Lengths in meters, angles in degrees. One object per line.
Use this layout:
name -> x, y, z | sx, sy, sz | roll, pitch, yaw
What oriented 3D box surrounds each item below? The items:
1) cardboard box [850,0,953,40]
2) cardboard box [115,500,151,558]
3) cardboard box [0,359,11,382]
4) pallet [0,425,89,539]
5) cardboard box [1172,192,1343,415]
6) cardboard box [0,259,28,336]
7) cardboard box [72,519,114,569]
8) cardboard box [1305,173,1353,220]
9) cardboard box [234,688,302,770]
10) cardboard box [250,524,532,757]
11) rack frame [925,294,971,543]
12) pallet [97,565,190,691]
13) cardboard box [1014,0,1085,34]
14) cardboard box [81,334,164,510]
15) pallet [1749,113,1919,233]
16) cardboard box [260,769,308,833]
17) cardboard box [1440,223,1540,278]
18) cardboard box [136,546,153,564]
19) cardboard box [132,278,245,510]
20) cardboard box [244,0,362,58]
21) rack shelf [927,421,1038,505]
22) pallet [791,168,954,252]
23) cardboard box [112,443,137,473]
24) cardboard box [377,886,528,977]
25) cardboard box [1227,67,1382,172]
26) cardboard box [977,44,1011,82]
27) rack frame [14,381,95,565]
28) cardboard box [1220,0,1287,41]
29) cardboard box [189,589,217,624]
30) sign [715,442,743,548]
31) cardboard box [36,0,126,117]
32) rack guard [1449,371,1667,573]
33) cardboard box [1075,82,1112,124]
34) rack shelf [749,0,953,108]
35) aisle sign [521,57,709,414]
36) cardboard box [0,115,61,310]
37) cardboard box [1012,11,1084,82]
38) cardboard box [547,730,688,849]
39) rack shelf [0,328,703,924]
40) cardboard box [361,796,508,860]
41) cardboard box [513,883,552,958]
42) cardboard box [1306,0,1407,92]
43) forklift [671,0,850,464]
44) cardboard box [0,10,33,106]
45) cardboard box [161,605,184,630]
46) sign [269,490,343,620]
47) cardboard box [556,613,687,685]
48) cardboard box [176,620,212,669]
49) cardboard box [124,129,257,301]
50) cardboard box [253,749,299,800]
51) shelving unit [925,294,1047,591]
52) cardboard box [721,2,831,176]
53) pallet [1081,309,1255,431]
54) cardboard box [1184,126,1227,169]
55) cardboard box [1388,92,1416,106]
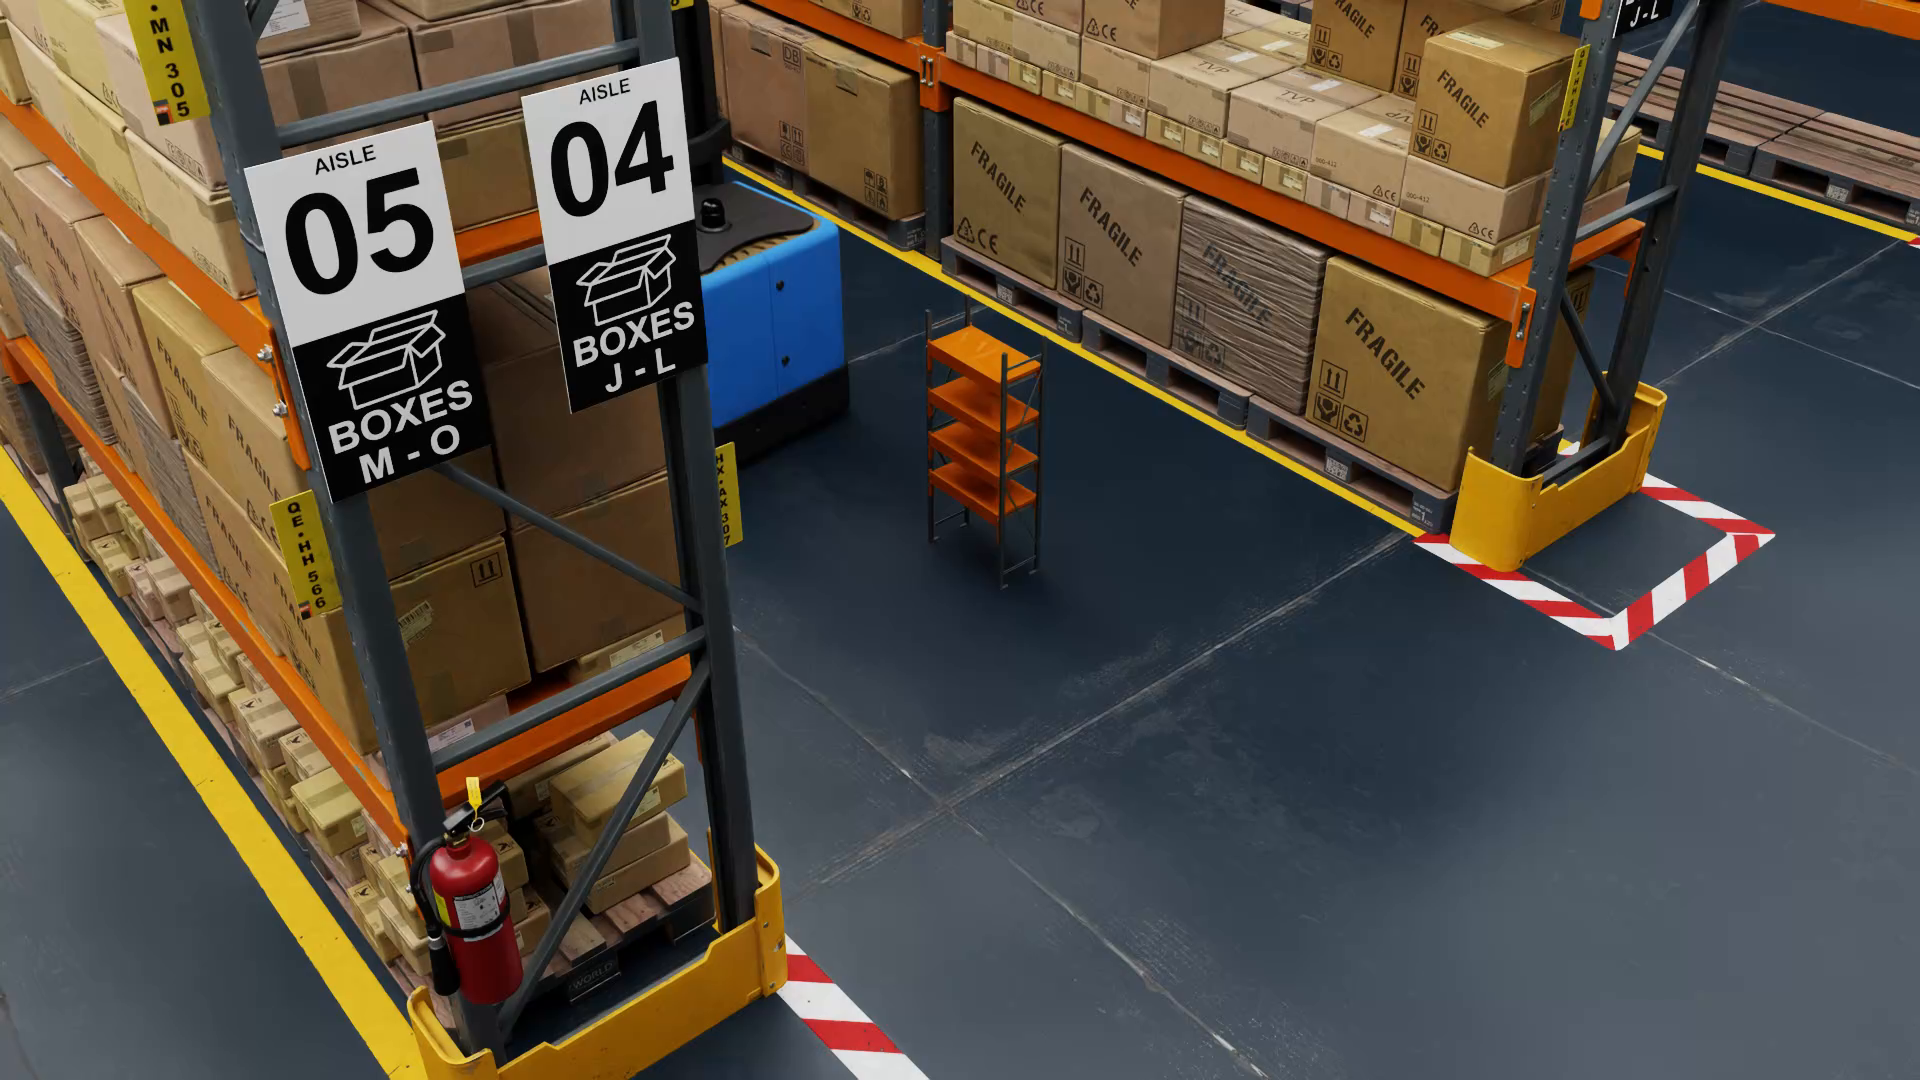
cardboard box -> -0.303, -3.276, 9.694 | 0.500, 0.500, 0.500 | -26, 43, -32
cardboard box -> -3.249, -0.110, 6.898 | 0.380, 0.149, 0.250 | -27, 43, -32
cardboard box -> -4.320, -1.017, 7.741 | 0.500, 0.250, 0.500 | -27, 44, -33
pallet -> -4.150, -0.531, 8.316 | 1.003, 0.211, 1.213 | -26, 43, -32
cardboard box -> 1.728, -1.323, 8.498 | 0.875, 0.875, 0.875 | -26, 43, -32
cardboard box -> -3.519, -1.175, 6.470 | 0.500, 0.500, 0.500 | -27, 43, -33
cardboard box -> -3.657, -0.053, 7.332 | 0.380, 0.149, 0.250 | -28, 44, -34
cardboard box -> 1.816, -1.633, 7.678 | 0.380, 0.149, 0.250 | -25, 42, -31
cardboard box -> -2.317, 0.616, 5.874 | 0.380, 0.149, 0.250 | -24, 42, -30
cardboard box -> -1.552, 0.176, 4.562 | 0.500, 0.500, 0.500 | -25, 42, -31
rack frame -> -0.051, -0.524, 7.452 | 0.240, 1.200, 0.015 | -26, 43, -32
pallet -> -3.186, 0.096, 7.432 | 1.003, 0.211, 1.213 | -26, 43, -32
cardboard box -> 0.633, -2.970, 8.571 | 0.500, 0.500, 0.500 | -26, 43, -32
cardboard box -> -2.529, -0.497, 5.513 | 0.500, 0.500, 0.500 | -24, 42, -30
pallet -> 6.070, -2.453, 11.030 | 1.003, 0.211, 1.213 | -26, 43, -32
cardboard box -> -2.294, 0.860, 6.043 | 0.380, 0.149, 0.250 | -28, 44, -34
cardboard box -> 2.308, -1.296, 7.203 | 0.380, 0.149, 0.250 | -25, 42, -31
cardboard box -> -3.240, -0.003, 7.005 | 0.380, 0.149, 0.250 | -26, 43, -32
cardboard box -> -1.877, -0.462, 4.599 | 0.500, 0.500, 0.500 | -28, 44, -33
cardboard box -> -1.504, -1.126, 3.502 | 0.380, 0.149, 0.250 | -26, 43, -32
rack shelf -> 0.107, -0.362, 7.339 | 0.258, 0.148, 0.480 | -26, 43, -32
pallet -> -0.348, -2.305, 10.822 | 1.003, 0.211, 1.213 | -26, 43, -32
cardboard box -> -2.827, -0.412, 5.954 | 0.380, 0.149, 0.250 | -24, 42, -30
cardboard box -> -1.624, 1.185, 5.328 | 0.380, 0.149, 0.250 | -27, 44, -33
cardboard box -> 1.618, -1.989, 7.835 | 0.500, 0.250, 0.500 | -28, 44, -33
cardboard box -> 0.314, -2.657, 9.124 | 0.380, 0.149, 0.250 | -28, 44, -33
rack frame -> -3.646, -1.325, 7.026 | 1.000, 3.000, 0.127 | -26, 43, -32
cardboard box -> 1.358, -2.641, 8.756 | 0.500, 0.250, 0.500 | -25, 42, -31
cardboard box -> -2.723, 0.229, 6.419 | 0.380, 0.149, 0.250 | -28, 44, -34
sign -> -0.651, -0.115, 4.568 | 0.100, 0.325, 0.005 | -26, 43, -32
cardboard box -> -1.888, -1.260, 4.036 | 0.500, 0.250, 0.500 | -27, 44, -33
rack guard -> 2.804, -0.334, 7.789 | 1.175, 0.500, 0.348 | -26, 43, -32
cardboard box -> 0.821, -2.313, 8.638 | 0.380, 0.149, 0.250 | -27, 43, -32
rack shelf -> -1.083, -3.720, 11.030 | 1.077, 0.370, 4.000 | -26, 43, -32
aisle sign -> -0.789, -0.700, 3.893 | 0.394, 0.787, 0.004 | -26, 43, -32
cardboard box -> -2.894, -1.148, 5.567 | 0.500, 0.500, 0.500 | -25, 42, -31
cardboard box -> 0.628, -2.664, 8.789 | 0.500, 0.250, 0.500 | -26, 43, -32
cardboard box -> -1.144, 0.832, 5.569 | 0.380, 0.149, 0.250 | -28, 44, -34
rack shelf -> -2.356, -0.149, 5.987 | 1.077, 0.370, 4.000 | -26, 43, -32
cardboard box -> -1.719, 0.918, 5.446 | 0.380, 0.149, 0.250 | -25, 42, -31
cardboard box -> -1.564, 1.278, 5.453 | 0.380, 0.149, 0.250 | -25, 42, -31
cardboard box -> 2.024, -2.491, 7.895 | 0.500, 0.500, 0.500 | -27, 44, -33
forklift -> -1.991, -2.239, 8.375 | 3.031, 2.935, 1.130 | 28, 44, 34
cardboard box -> -2.564, -1.498, 4.805 | 0.500, 0.250, 0.500 | -24, 42, -30
cardboard box -> -3.083, 0.249, 6.907 | 0.380, 0.149, 0.250 | -27, 43, -33
sign -> -1.502, 0.037, 3.827 | 0.100, 0.325, 0.005 | -26, 43, -32
cardboard box -> -1.024, 0.278, 4.980 | 0.380, 0.149, 0.250 | -26, 43, -32
cardboard box -> -2.794, 0.383, 6.460 | 0.380, 0.149, 0.250 | -26, 43, -32
cardboard box -> -1.561, -0.824, 3.853 | 0.500, 0.250, 0.500 | -27, 43, -33
cardboard box -> -2.305, 0.732, 5.967 | 0.380, 0.149, 0.250 | -25, 42, -31
shelving unit -> 0.107, -0.417, 7.300 | 0.258, 1.200, 0.503 | -26, 43, -32
cardboard box -> -0.798, -3.104, 11.013 | 1.225, 0.875, 0.875 | -28, 44, -33
pallet -> 1.430, -1.089, 9.105 | 1.003, 0.211, 1.213 | -26, 43, -32
cardboard box -> 1.321, -1.971, 8.156 | 0.380, 0.149, 0.250 | -25, 42, -31
cardboard box -> 2.345, -1.964, 7.801 | 0.500, 0.250, 0.500 | -27, 43, -32
